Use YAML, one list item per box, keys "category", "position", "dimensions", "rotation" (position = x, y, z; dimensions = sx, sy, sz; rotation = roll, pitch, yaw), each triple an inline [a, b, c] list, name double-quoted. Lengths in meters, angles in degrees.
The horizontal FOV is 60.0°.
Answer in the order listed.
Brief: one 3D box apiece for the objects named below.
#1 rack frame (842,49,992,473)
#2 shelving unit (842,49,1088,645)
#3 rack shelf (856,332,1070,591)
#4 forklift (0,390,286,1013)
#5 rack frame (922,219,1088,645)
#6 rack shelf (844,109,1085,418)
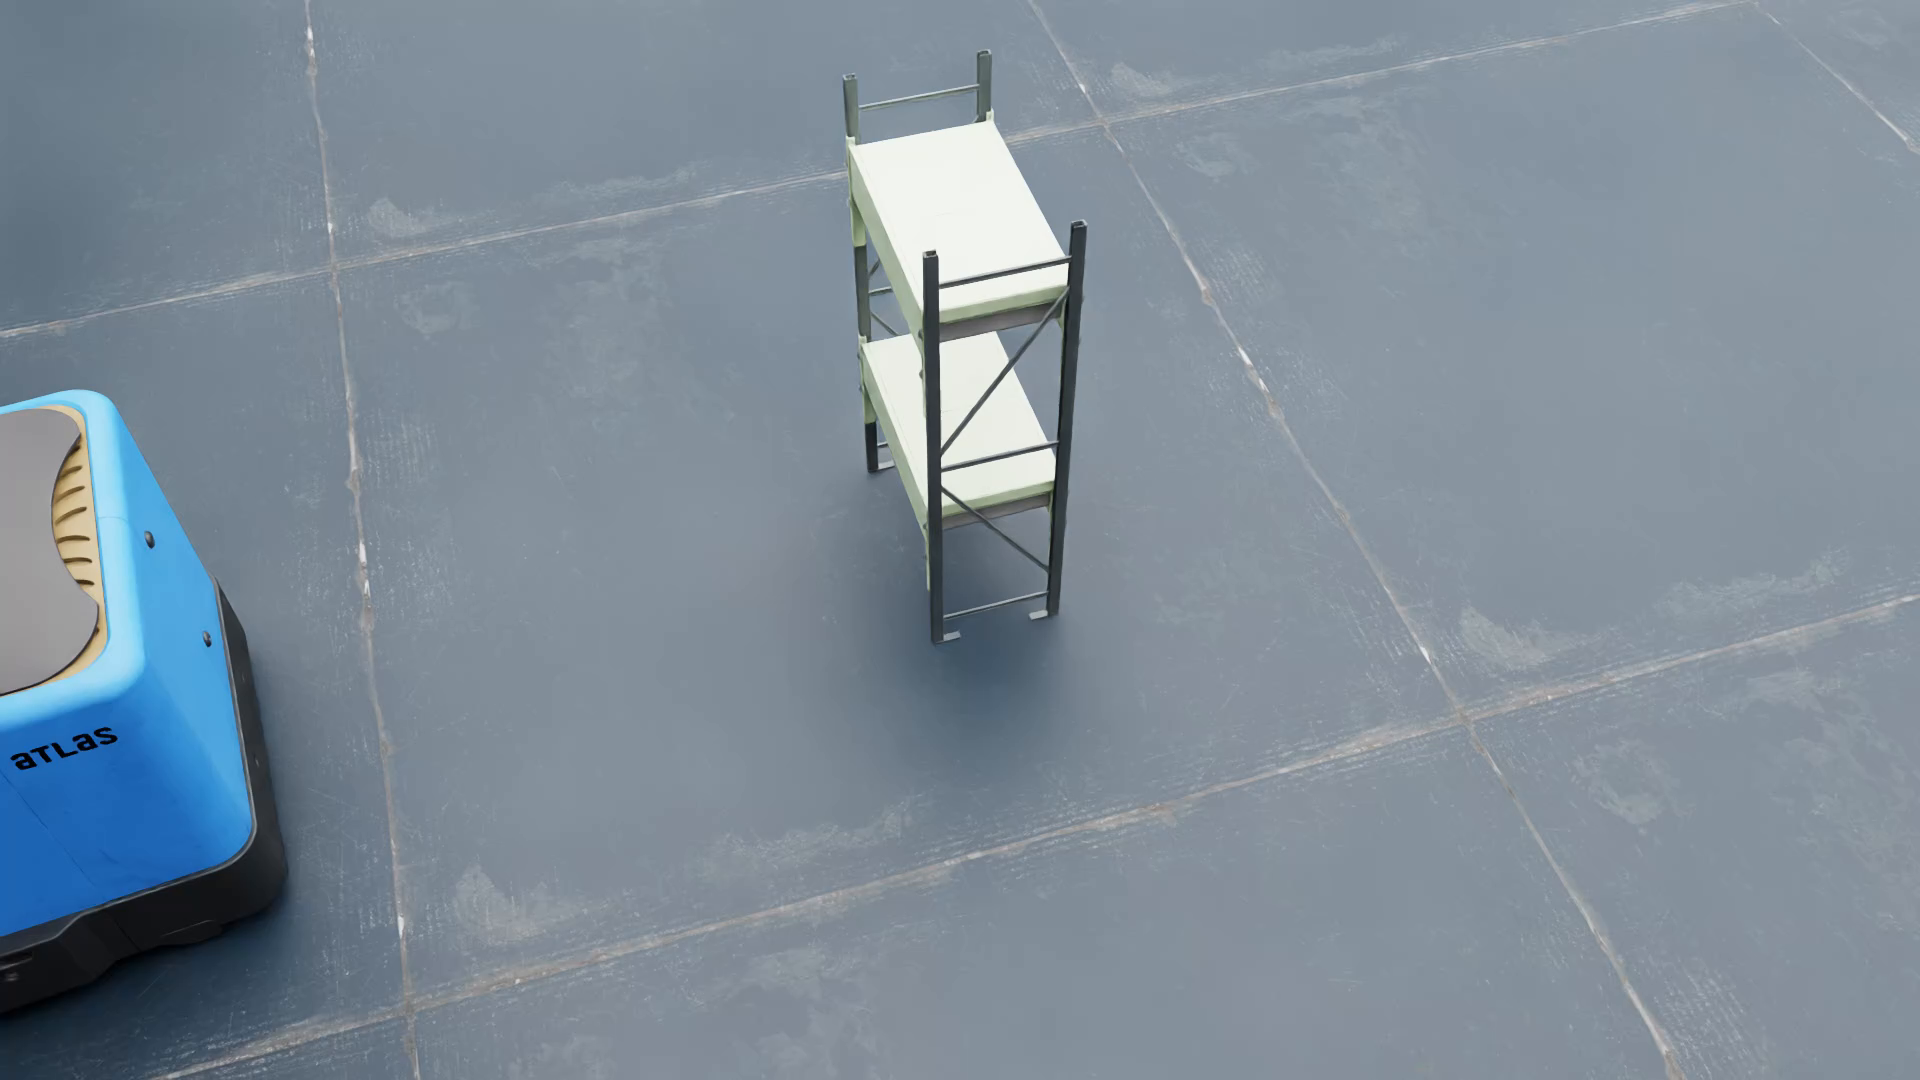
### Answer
- category: "rack frame"
  position: [-0.110, -0.756, 4.906]
  dimensions: [0.400, 1.500, 0.023]
  rotation: [-13, 51, -11]
- category: "shelving unit"
  position: [-0.002, -0.488, 4.681]
  dimensions: [0.431, 1.500, 0.755]
  rotation: [-13, 51, -11]
- category: "rack shelf"
  position: [-0.002, -0.278, 4.930]
  dimensions: [0.431, 0.370, 0.720]
  rotation: [-13, 51, -11]
- category: "forklift"
  position: [-3.352, 0.122, 3.230]
  dimensions: [3.031, 2.935, 1.130]
  rotation: [-18, 52, -14]
- category: "rack frame"
  position: [0.106, -0.221, 4.455]
  dimensions: [0.400, 1.500, 0.023]
  rotation: [-13, 51, -11]
- category: "rack shelf"
  position: [-0.002, -0.740, 4.382]
  dimensions: [0.431, 0.370, 0.720]
  rotation: [-13, 51, -11]
